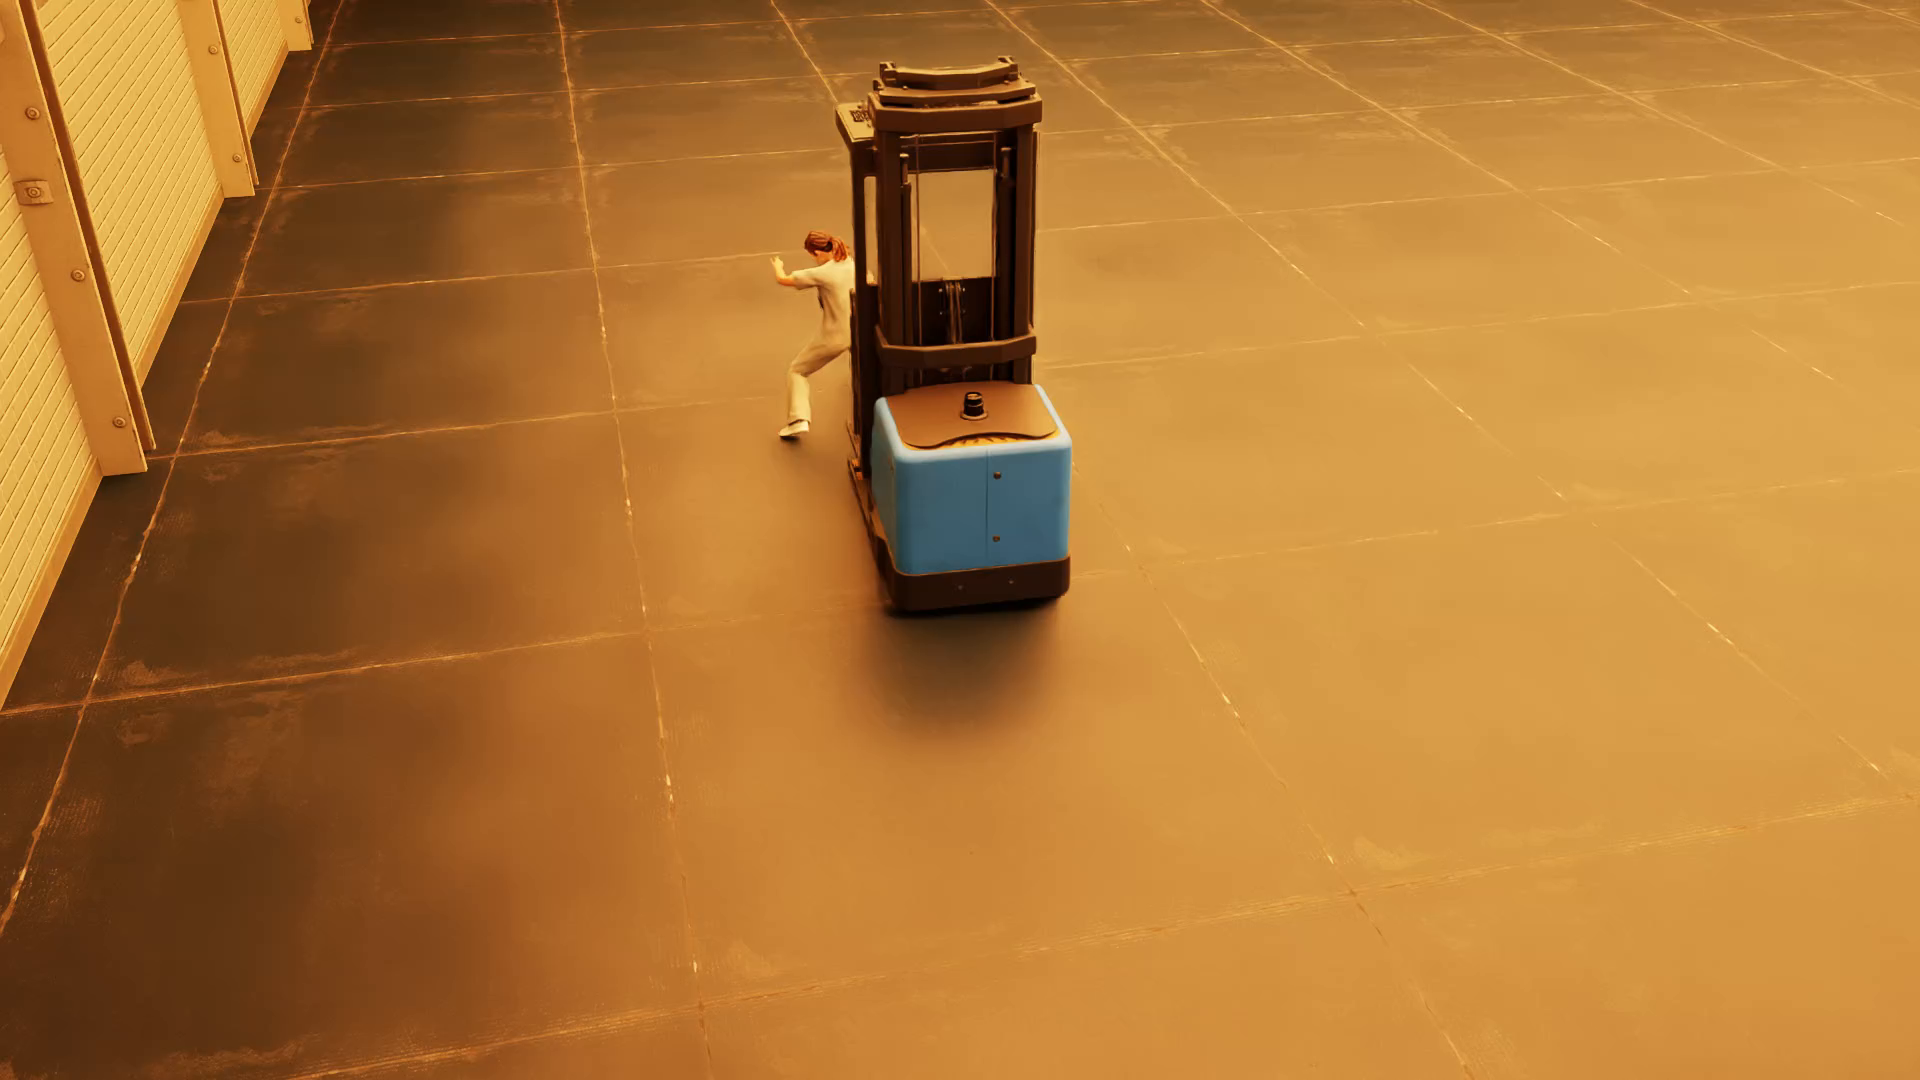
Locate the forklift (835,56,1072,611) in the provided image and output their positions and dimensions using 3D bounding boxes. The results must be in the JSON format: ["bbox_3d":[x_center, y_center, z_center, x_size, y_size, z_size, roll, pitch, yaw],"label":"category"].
[{"bbox_3d":[-0.144,-1.580,10.303,1.130,2.935,3.031,-6,31,-10],"label":"forklift"}]

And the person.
[{"bbox_3d":[-0.959,-1.576,11.930,1.075,1.374,1.066,-16,34,-25],"label":"person"}]
